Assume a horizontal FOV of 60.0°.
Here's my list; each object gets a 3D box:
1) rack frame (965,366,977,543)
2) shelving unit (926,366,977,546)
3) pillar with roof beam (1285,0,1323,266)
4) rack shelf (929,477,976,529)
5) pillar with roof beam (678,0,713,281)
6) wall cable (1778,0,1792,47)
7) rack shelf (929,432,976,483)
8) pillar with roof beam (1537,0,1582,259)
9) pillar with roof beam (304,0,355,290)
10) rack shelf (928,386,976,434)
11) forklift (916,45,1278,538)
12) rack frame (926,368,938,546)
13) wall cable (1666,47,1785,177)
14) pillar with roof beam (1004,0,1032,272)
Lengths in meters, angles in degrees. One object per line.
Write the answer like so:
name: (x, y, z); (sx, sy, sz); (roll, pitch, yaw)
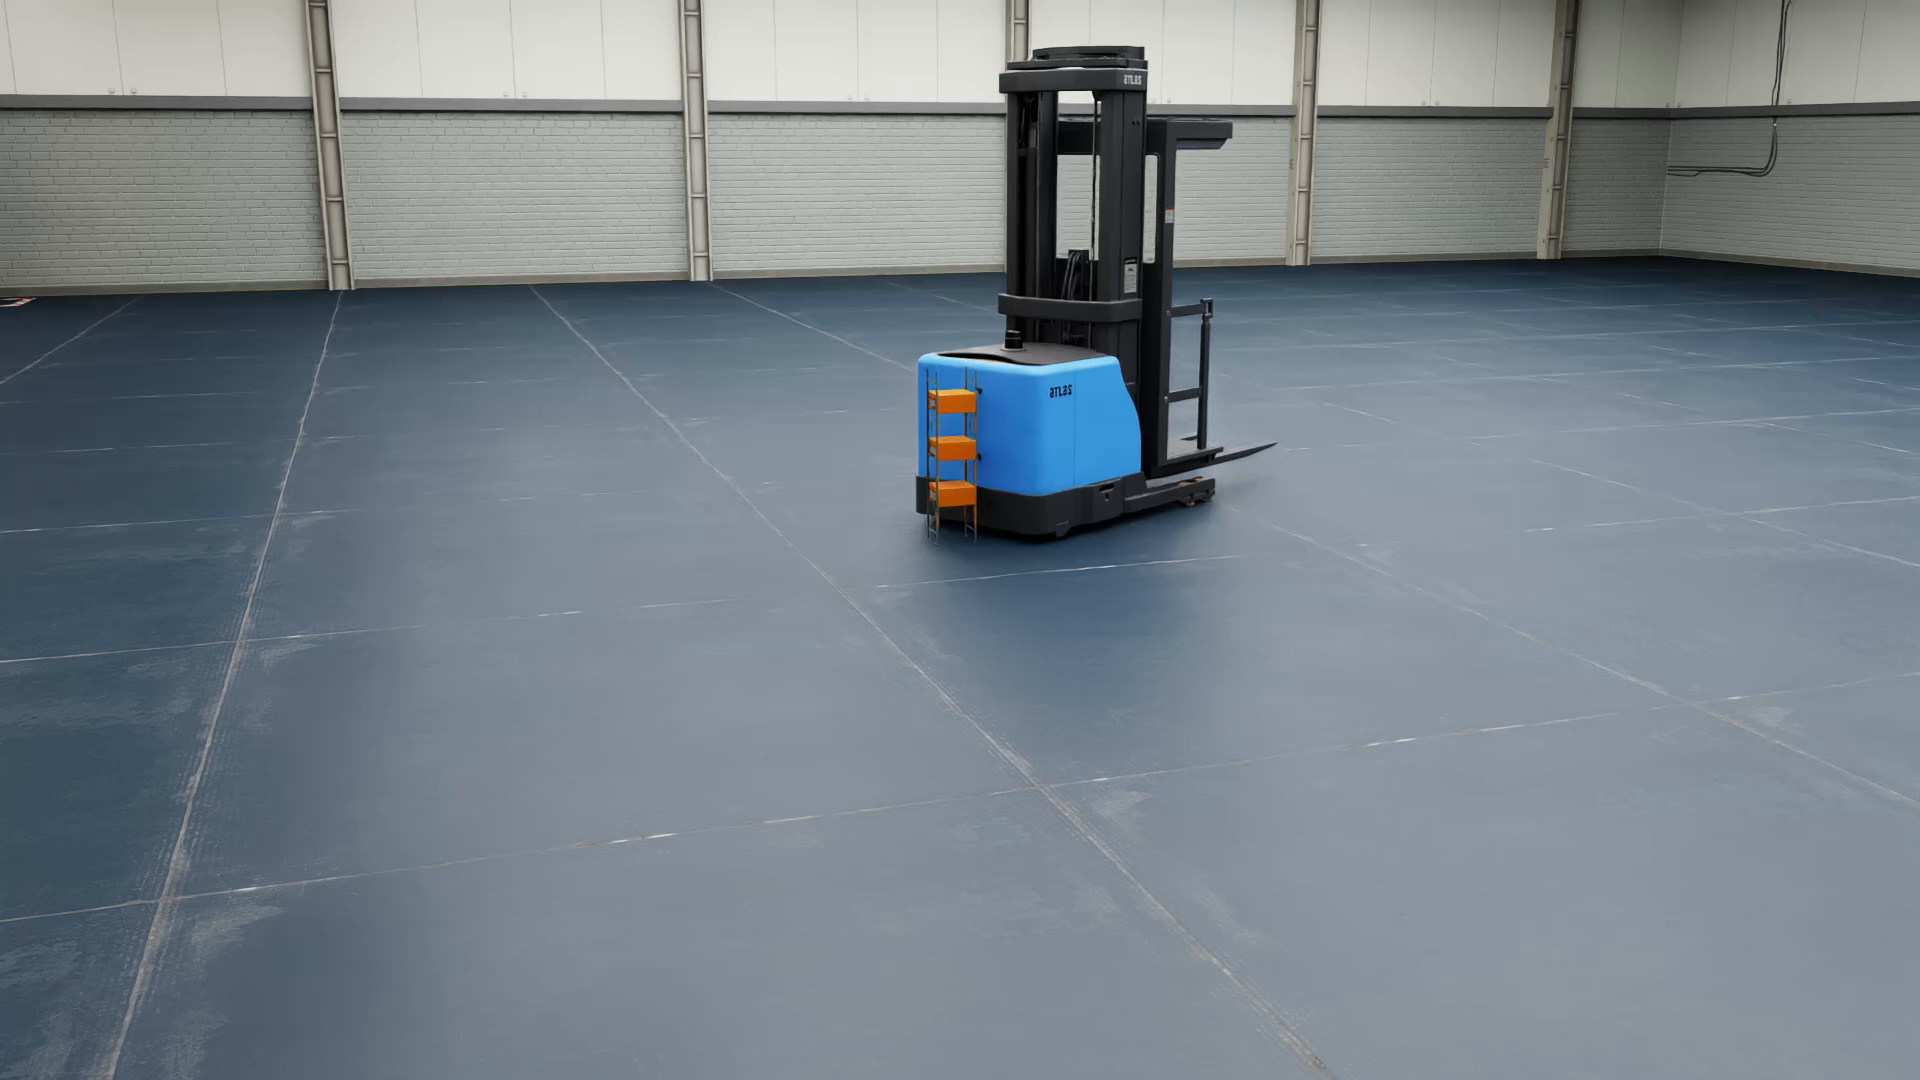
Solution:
rack frame: (0.065, -0.516, 10.043); (0.008, 1.050, 0.200); (-4, 14, -18)
shelving unit: (-0.051, -0.507, 10.005); (0.252, 1.050, 0.215); (-4, 14, -18)
pillar with roof beam: (8.131, -8.945, 28.303); (0.400, 9.000, 9.100); (-4, 14, -18)
rack shelf: (-0.051, -0.226, 10.071); (0.240, 0.259, 0.215); (-4, 14, -18)
pillar with roof beam: (-3.243, -8.060, 24.580); (0.400, 9.000, 9.100); (-4, 14, -18)
wall cable: (16.521, -10.613, 31.110); (0.112, 2.526, 3.097); (-4, 14, -18)
rack shelf: (-0.051, -0.497, 10.007); (0.240, 0.259, 0.215); (-4, 14, -18)
pillar with roof beam: (13.817, -9.388, 30.165); (0.400, 9.000, 9.100); (-4, 14, -18)
pillar with roof beam: (-8.929, -7.617, 22.718); (0.400, 9.000, 9.100); (-4, 14, -18)
rack shelf: (-0.051, -0.773, 9.941); (0.240, 0.259, 0.215); (-4, 14, -18)
forklift: (1.076, -1.717, 11.028); (1.130, 2.935, 3.031); (12, 18, 40)
rack frame: (-0.166, -0.498, 9.967); (0.008, 1.050, 0.200); (-4, 14, -18)
wall cable: (15.658, -8.749, 34.189); (0.112, 2.526, 3.097); (-4, 14, -18)
pillar with roof beam: (2.444, -8.502, 26.442); (0.400, 9.000, 9.100); (-4, 14, -18)
